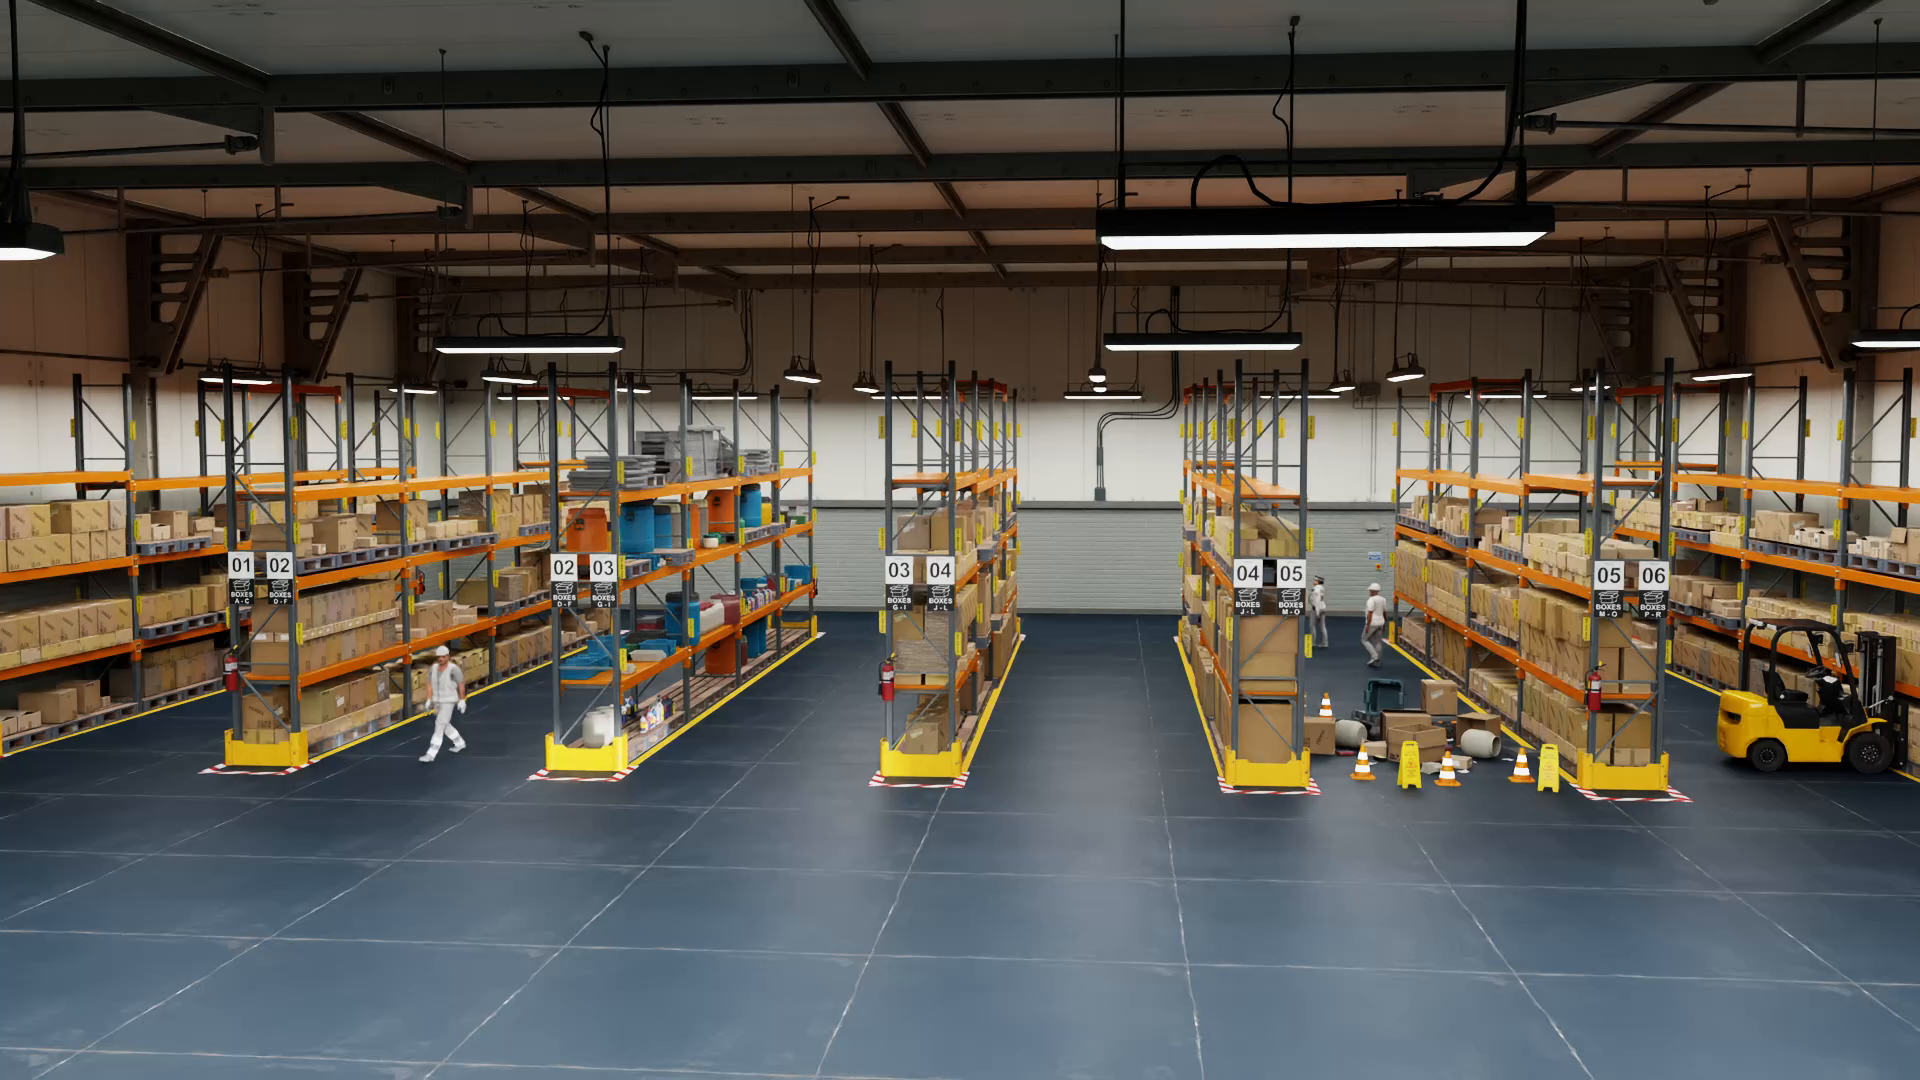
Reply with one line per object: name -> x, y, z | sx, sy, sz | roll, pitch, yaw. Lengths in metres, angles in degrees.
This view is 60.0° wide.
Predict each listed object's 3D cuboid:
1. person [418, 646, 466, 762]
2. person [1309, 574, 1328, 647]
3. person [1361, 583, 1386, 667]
person -> -7.898, 2.471, 25.350 | 0.525, 1.716, 1.091 | 2, 4, 24
person -> 8.233, 1.642, 38.375 | 0.620, 1.700, 0.515 | 3, 5, 38
person -> 8.814, 1.803, 35.252 | 0.616, 1.766, 0.467 | -3, 5, -36
